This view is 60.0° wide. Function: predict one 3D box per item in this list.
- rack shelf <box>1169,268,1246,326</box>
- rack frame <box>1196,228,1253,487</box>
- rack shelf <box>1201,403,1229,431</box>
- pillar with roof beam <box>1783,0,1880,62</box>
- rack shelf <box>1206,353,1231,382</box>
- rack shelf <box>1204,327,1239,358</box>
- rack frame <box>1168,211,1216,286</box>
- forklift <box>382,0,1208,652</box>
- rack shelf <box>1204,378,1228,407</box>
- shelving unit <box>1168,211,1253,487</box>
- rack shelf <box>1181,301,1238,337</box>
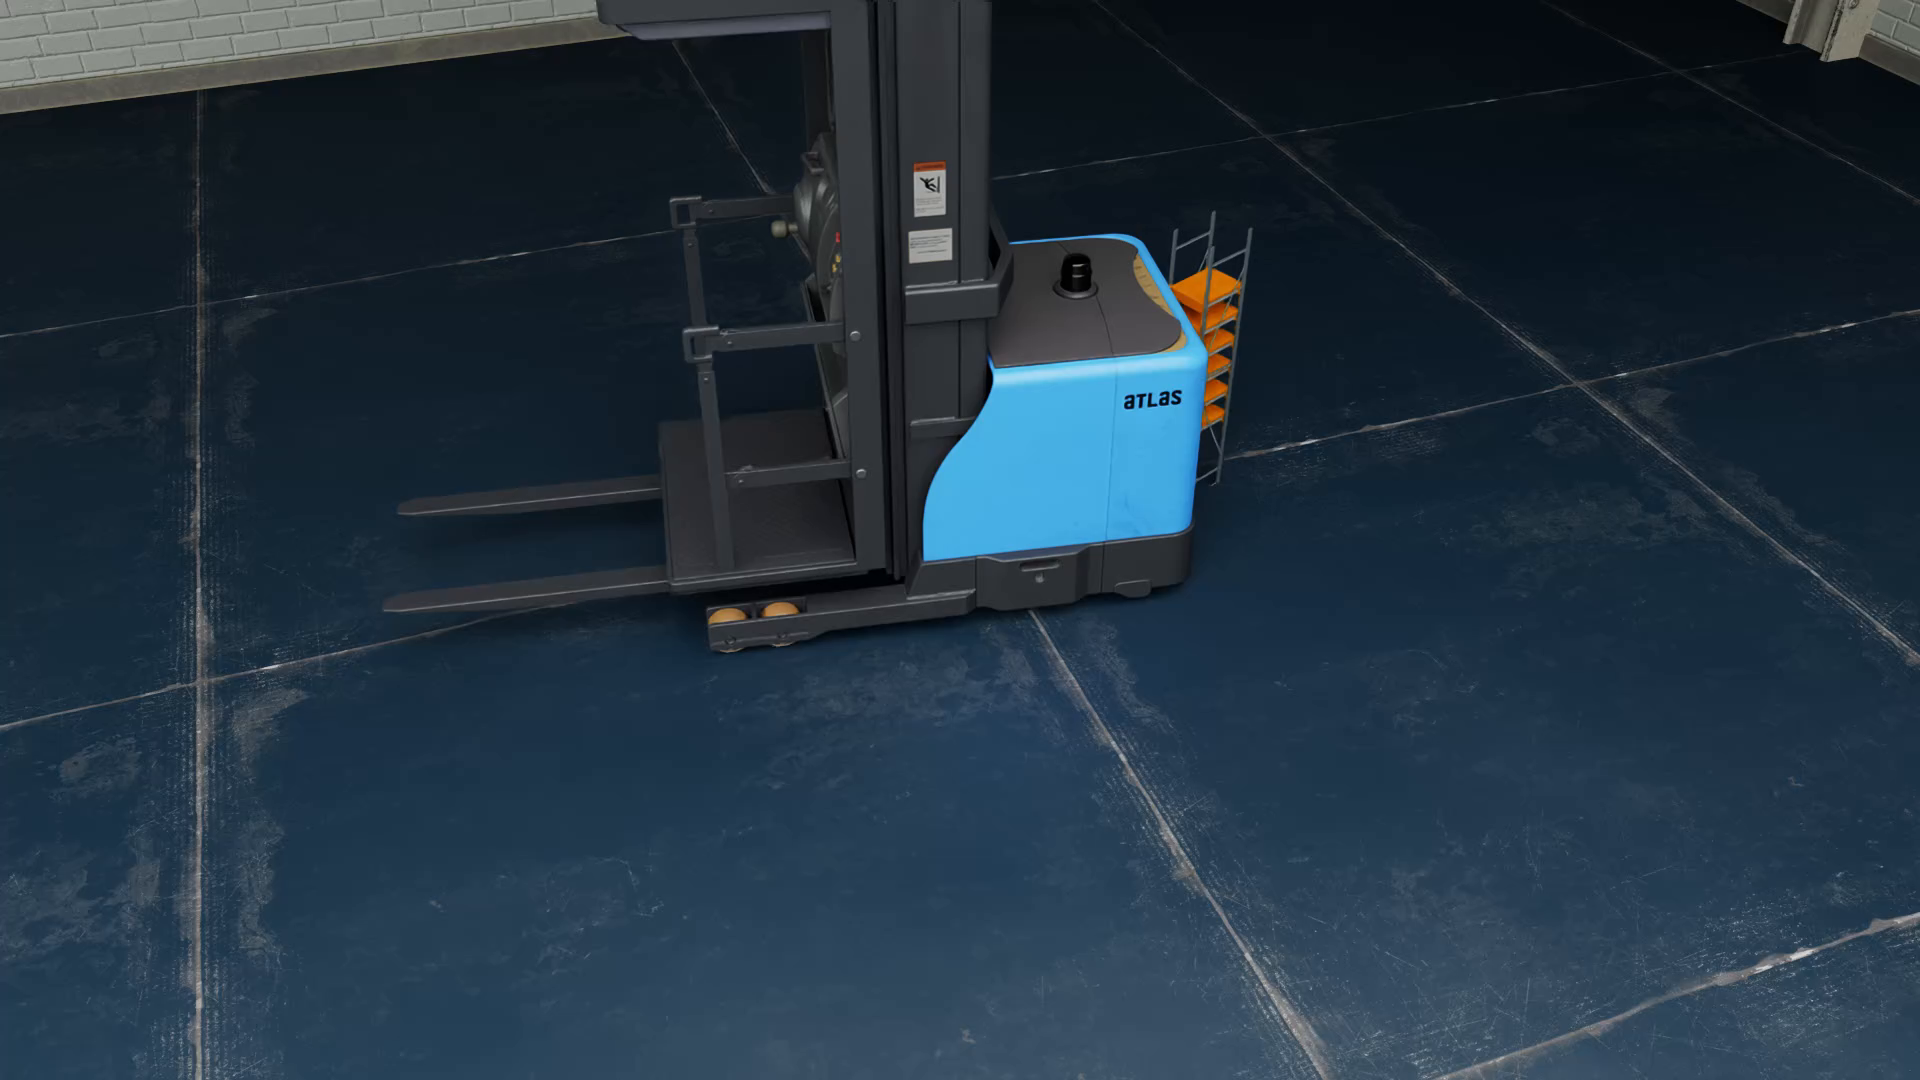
[{"bbox_3d":[0.960,-0.958,6.494,0.258,0.103,0.180,-29,47,-32],"label":"rack shelf"},{"bbox_3d":[1.019,-0.668,6.637,0.240,1.200,0.006,-29,47,-32],"label":"rack frame"},{"bbox_3d":[0.954,-0.487,6.866,0.258,0.103,0.180,-29,47,-32],"label":"rack shelf"},{"bbox_3d":[1.714,-5.985,7.217,9.100,9.000,0.400,-12,39,-16],"label":"pillar with roof beam"},{"bbox_3d":[0.956,-0.675,6.717,0.258,0.103,0.180,-29,47,-32],"label":"rack shelf"},{"bbox_3d":[0.958,-0.769,6.643,0.258,0.103,0.180,-29,47,-32],"label":"rack shelf"},{"bbox_3d":[0.895,-0.752,6.742,0.240,1.200,0.006,-29,47,-32],"label":"rack frame"},{"bbox_3d":[-0.671,-1.097,5.771,3.031,2.935,1.130,-6,37,-8],"label":"forklift"},{"bbox_3d":[0.955,-0.581,6.792,0.258,0.103,0.180,-29,47,-32],"label":"rack shelf"},{"bbox_3d":[0.957,-0.710,6.690,0.258,1.200,0.189,-29,47,-32],"label":"shelving unit"},{"bbox_3d":[0.959,-0.863,6.568,0.258,0.103,0.180,-29,47,-32],"label":"rack shelf"}]
